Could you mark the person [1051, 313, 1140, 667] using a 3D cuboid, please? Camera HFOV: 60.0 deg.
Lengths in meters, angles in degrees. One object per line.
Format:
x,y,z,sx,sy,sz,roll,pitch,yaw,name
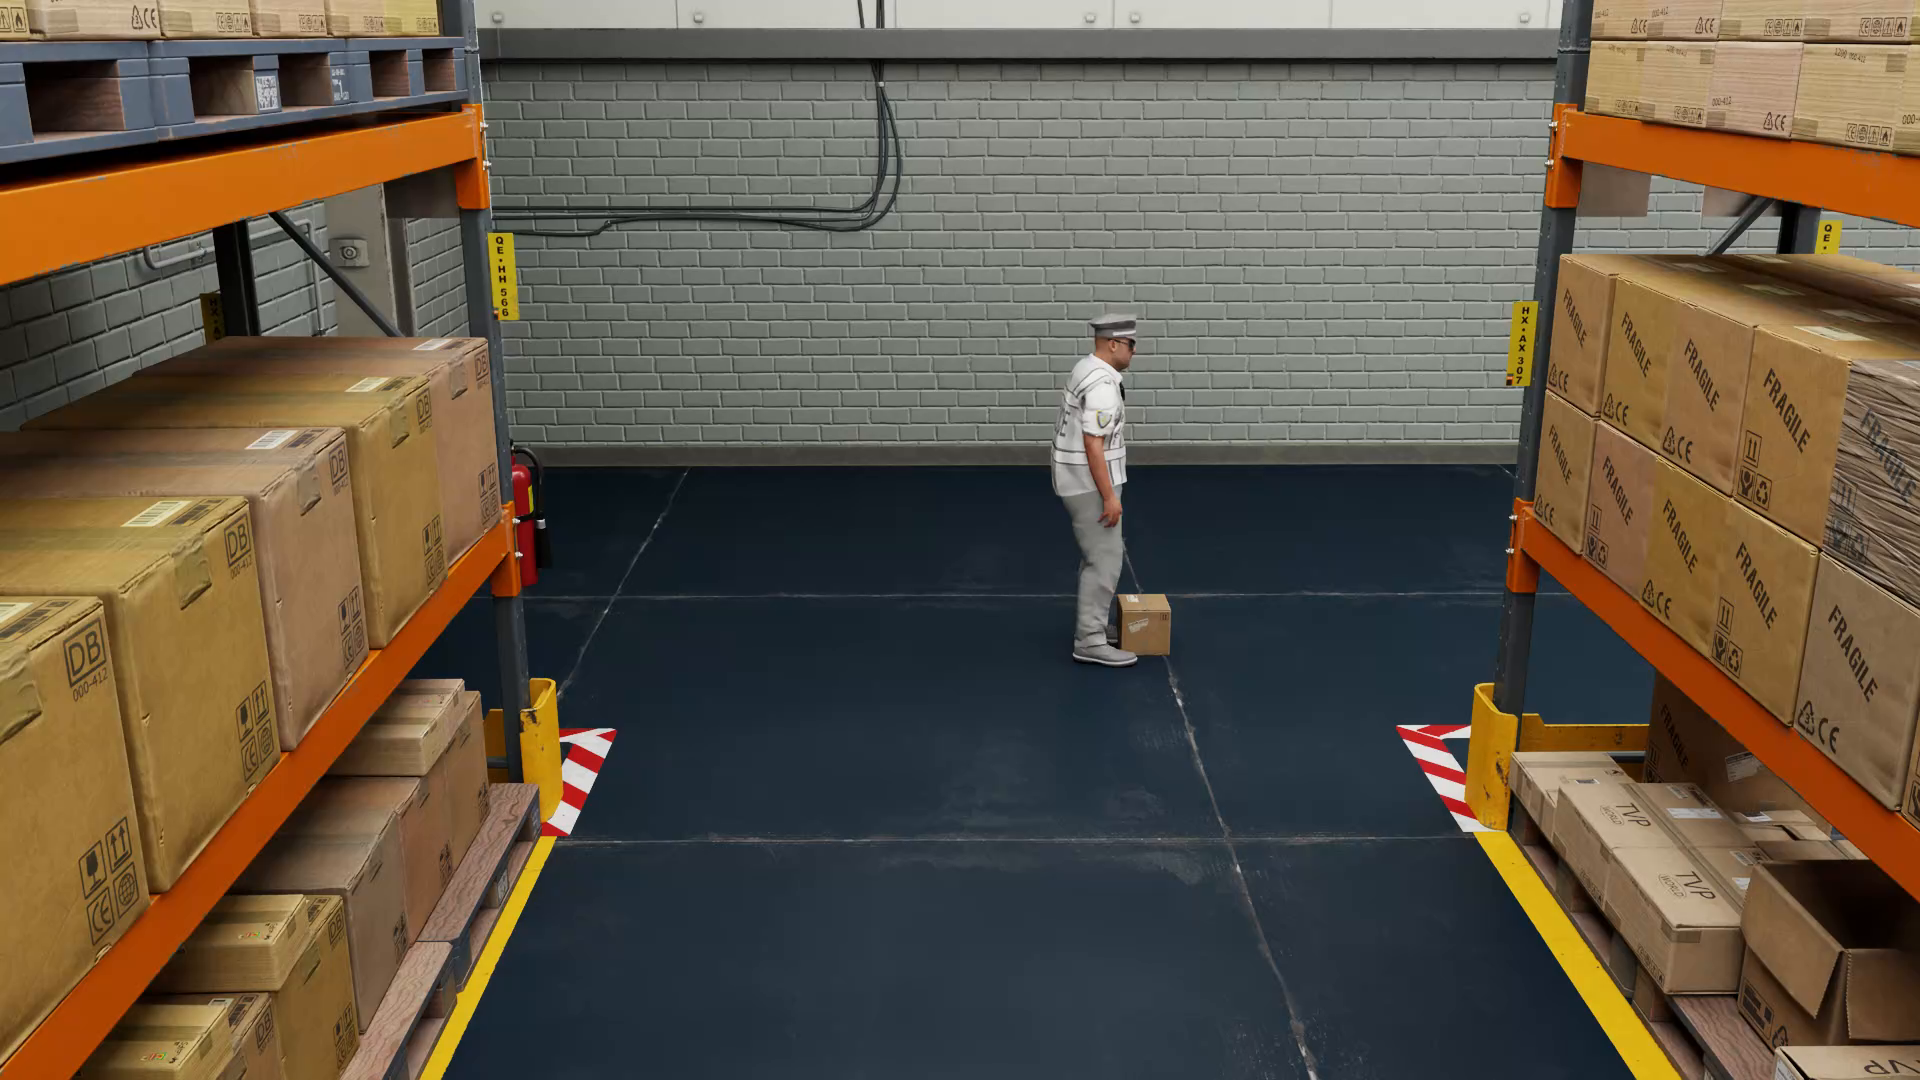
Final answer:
0.696,-0.273,8.423,0.465,1.749,0.585,0,17,0,person
